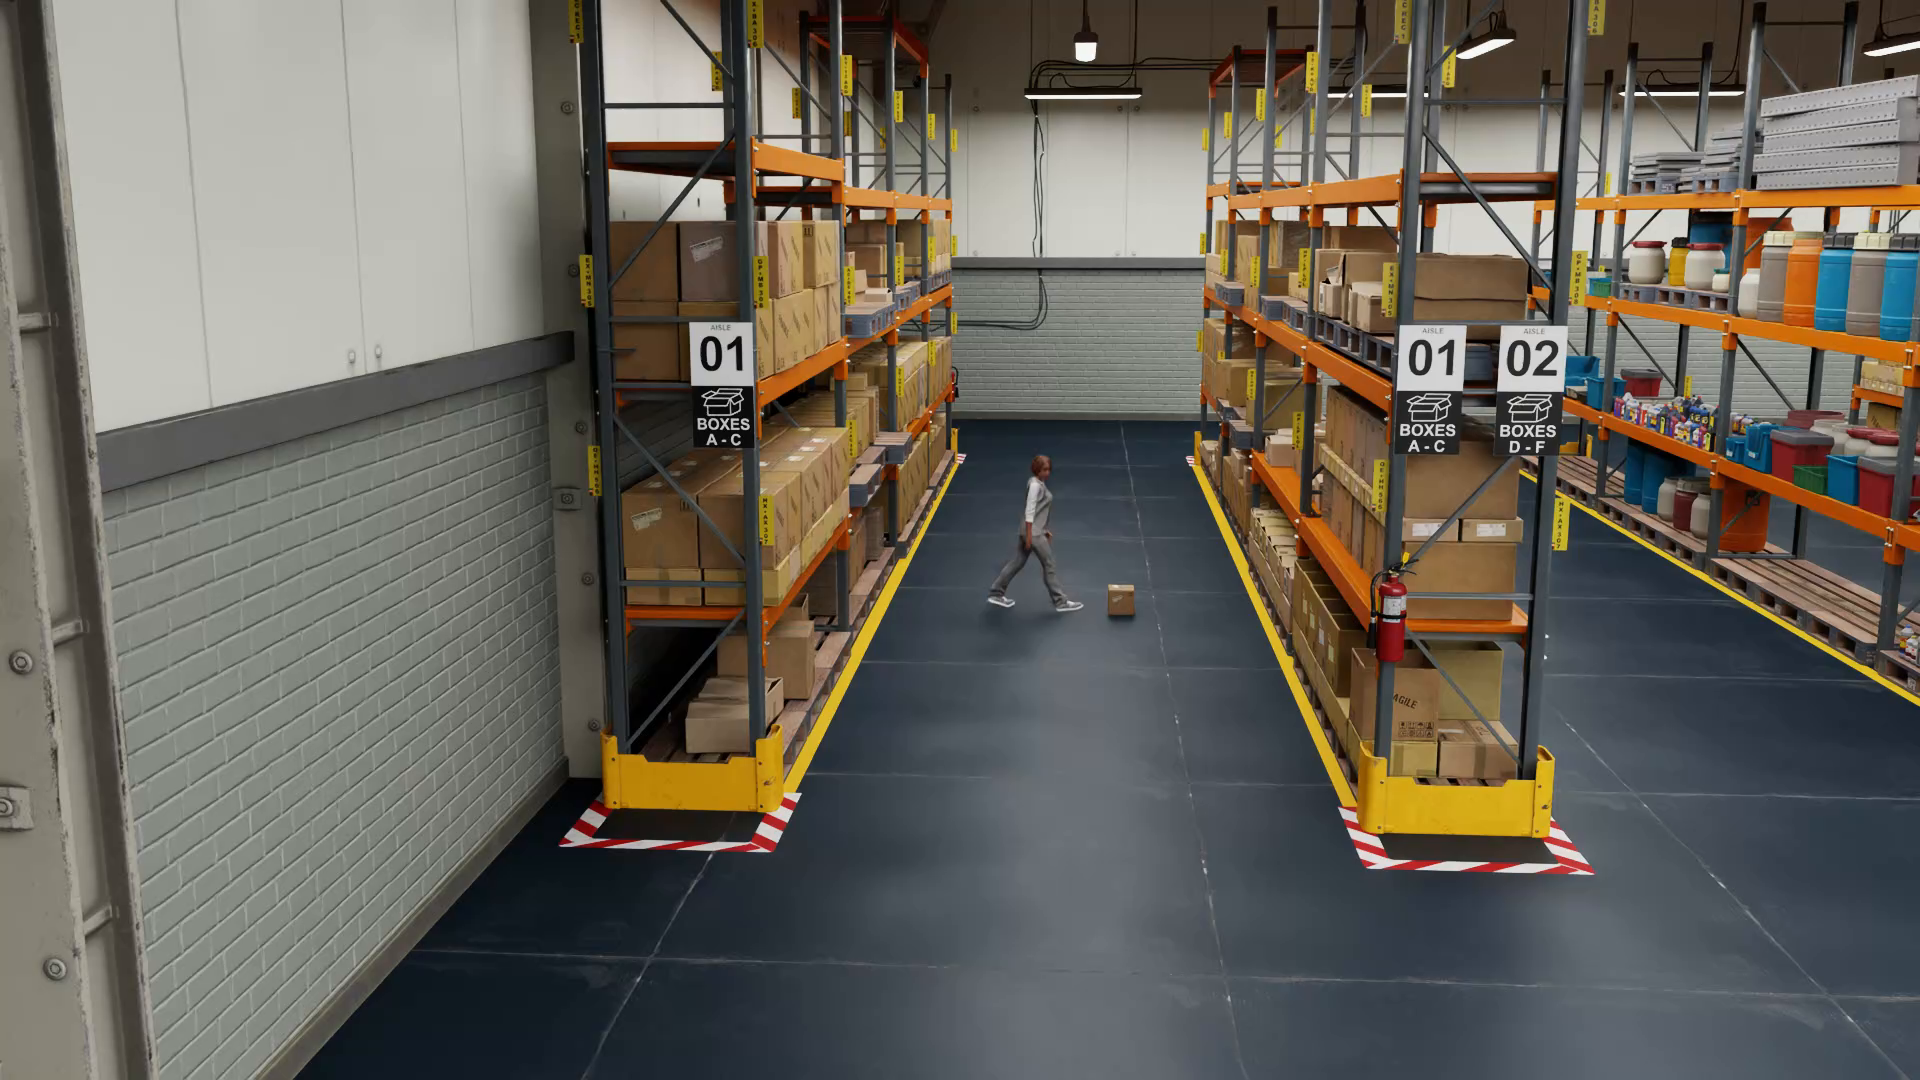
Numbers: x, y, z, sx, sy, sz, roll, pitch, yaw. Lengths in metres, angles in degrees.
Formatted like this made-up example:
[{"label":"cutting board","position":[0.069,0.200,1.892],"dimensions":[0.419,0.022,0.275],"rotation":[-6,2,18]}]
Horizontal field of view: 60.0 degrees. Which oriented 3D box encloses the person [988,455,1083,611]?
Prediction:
[{"label":"person","position":[0.741,-0.065,16.312],"dimensions":[0.936,1.528,0.425],"rotation":[0,11,0]}]
